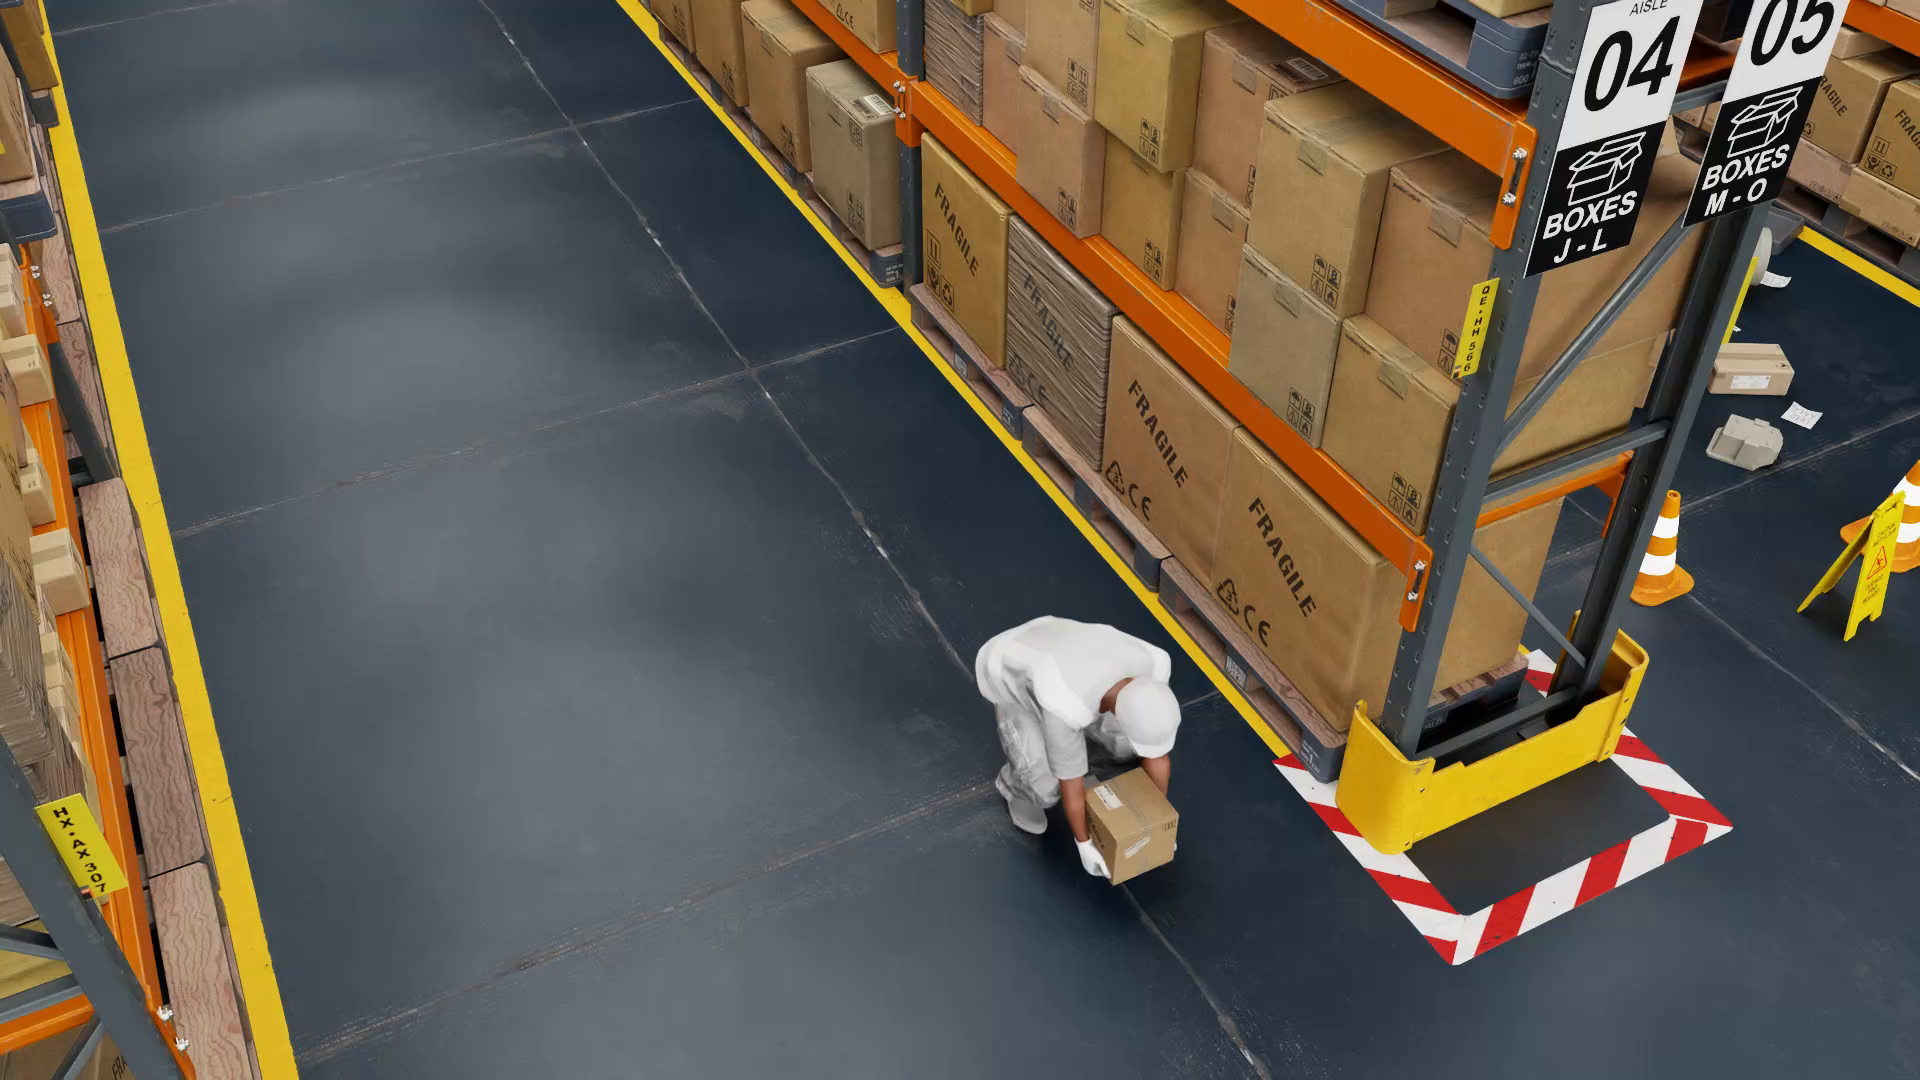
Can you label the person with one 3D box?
[{"bbox_3d":[0.440,0.673,5.969,0.555,1.001,0.926,-20,45,-22],"label":"person"}]
